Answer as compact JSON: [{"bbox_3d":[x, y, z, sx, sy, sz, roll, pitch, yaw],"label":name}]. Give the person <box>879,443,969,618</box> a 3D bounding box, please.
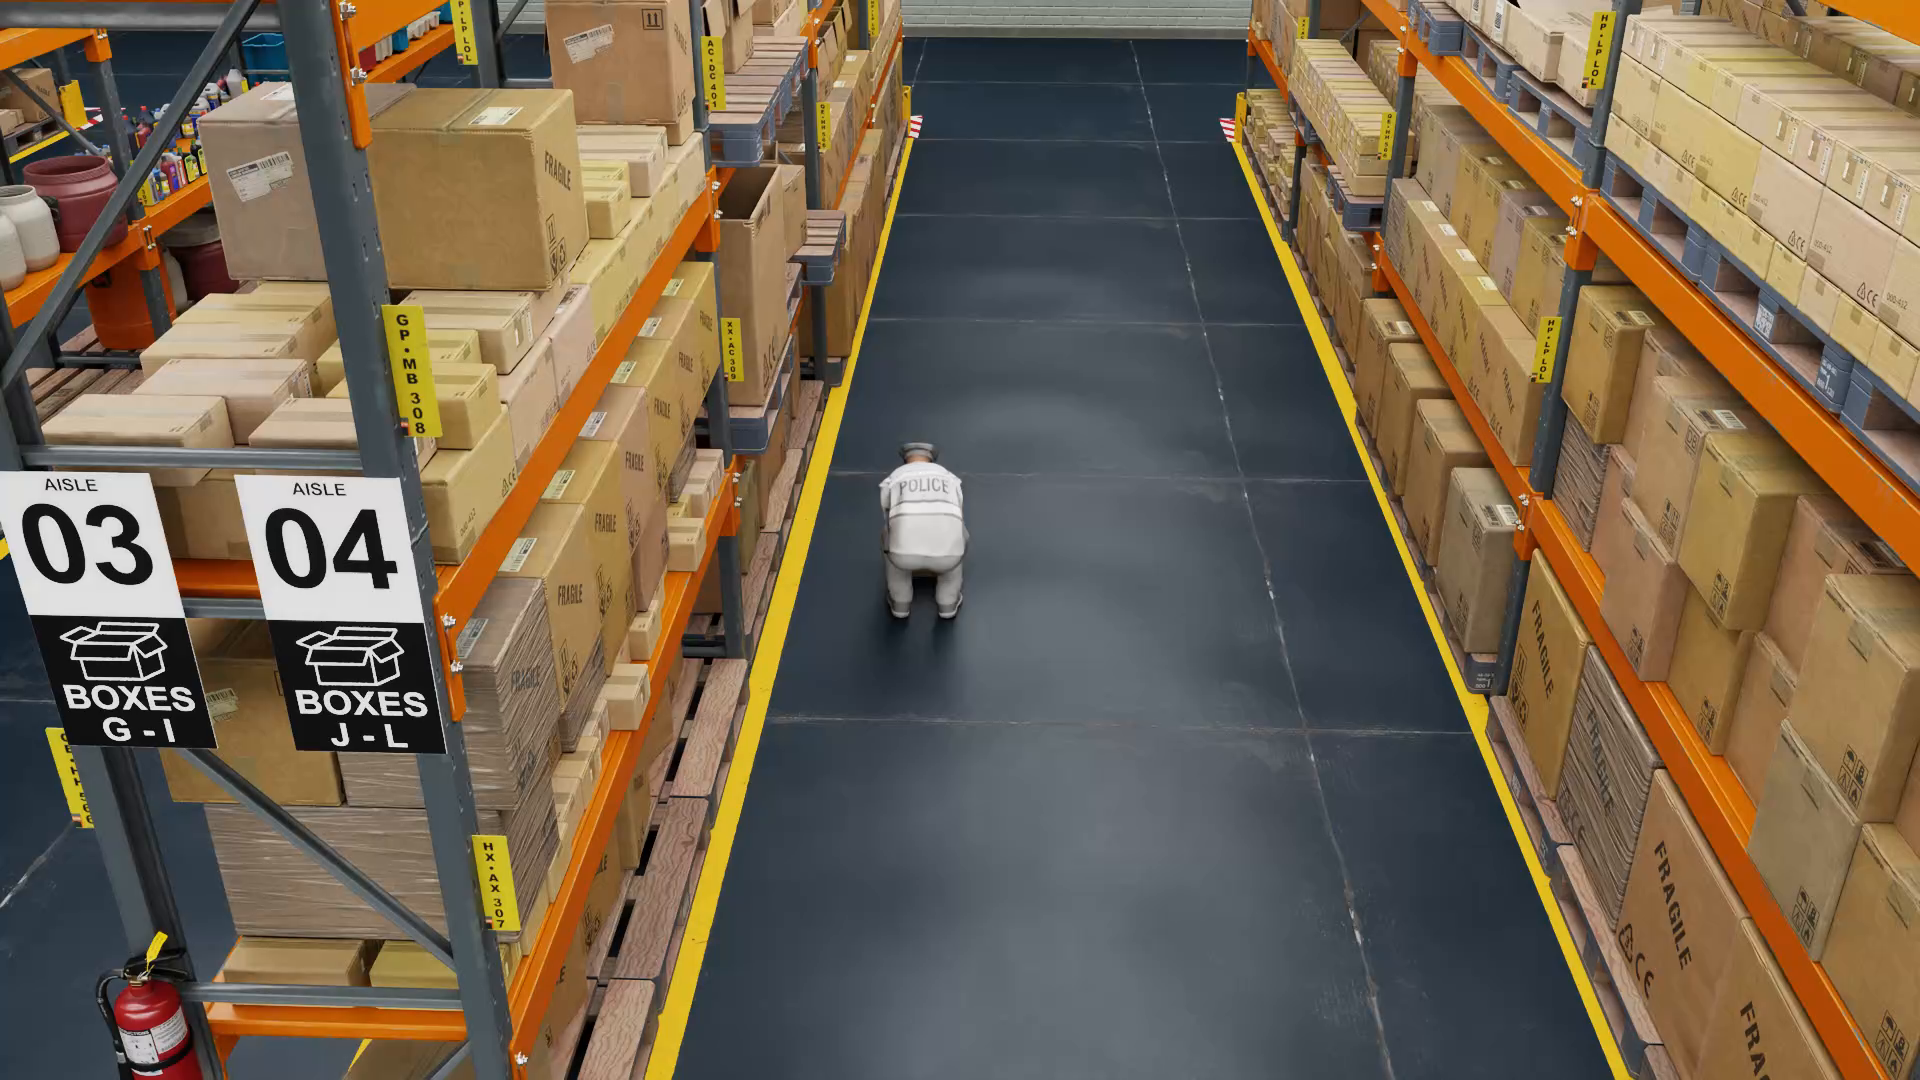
[{"bbox_3d":[-0.210,-0.039,9.731,0.531,0.829,1.015,0,28,1],"label":"person"}]
